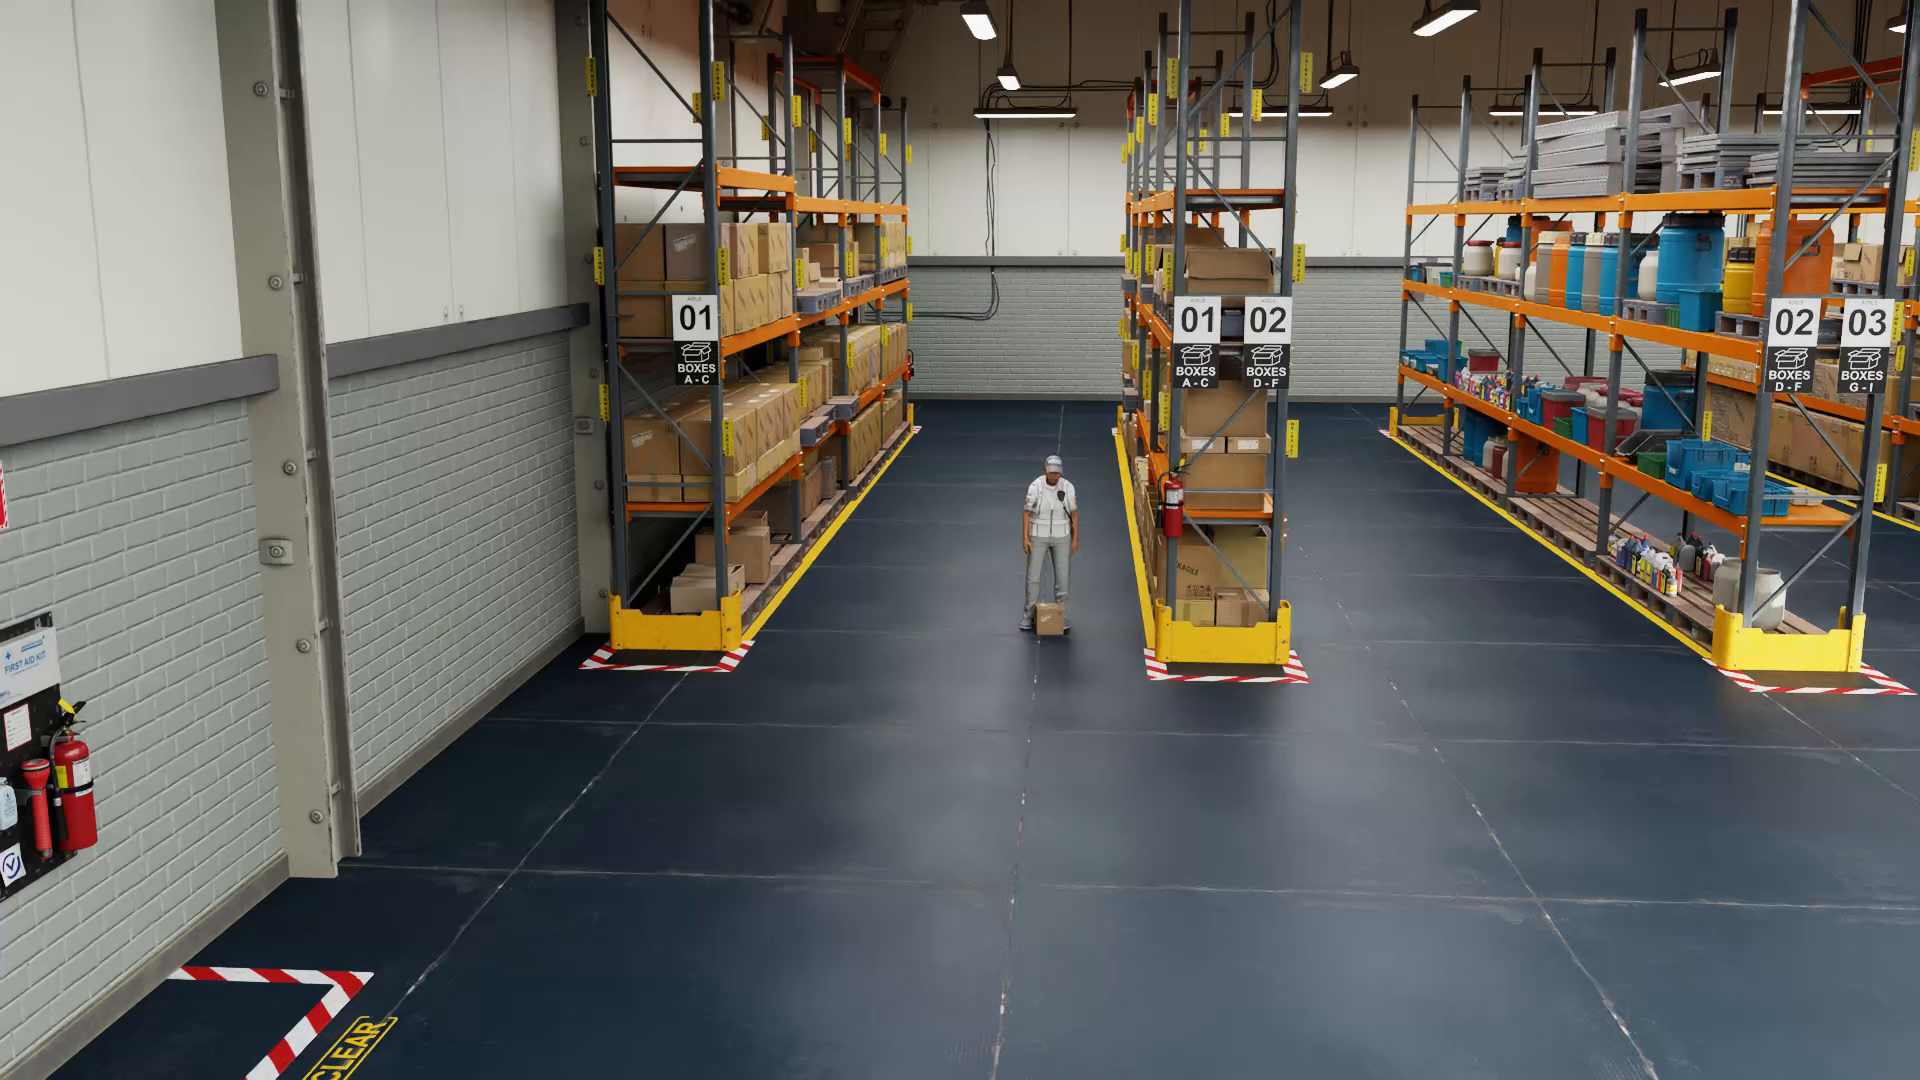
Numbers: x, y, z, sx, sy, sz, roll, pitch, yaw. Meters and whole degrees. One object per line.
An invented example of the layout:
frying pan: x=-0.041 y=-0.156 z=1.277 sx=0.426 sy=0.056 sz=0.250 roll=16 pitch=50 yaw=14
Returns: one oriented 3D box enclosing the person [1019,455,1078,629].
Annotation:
person: x=0.847 y=0.012 z=15.845 sx=0.564 sy=1.667 sz=0.463 roll=0 pitch=11 yaw=0
